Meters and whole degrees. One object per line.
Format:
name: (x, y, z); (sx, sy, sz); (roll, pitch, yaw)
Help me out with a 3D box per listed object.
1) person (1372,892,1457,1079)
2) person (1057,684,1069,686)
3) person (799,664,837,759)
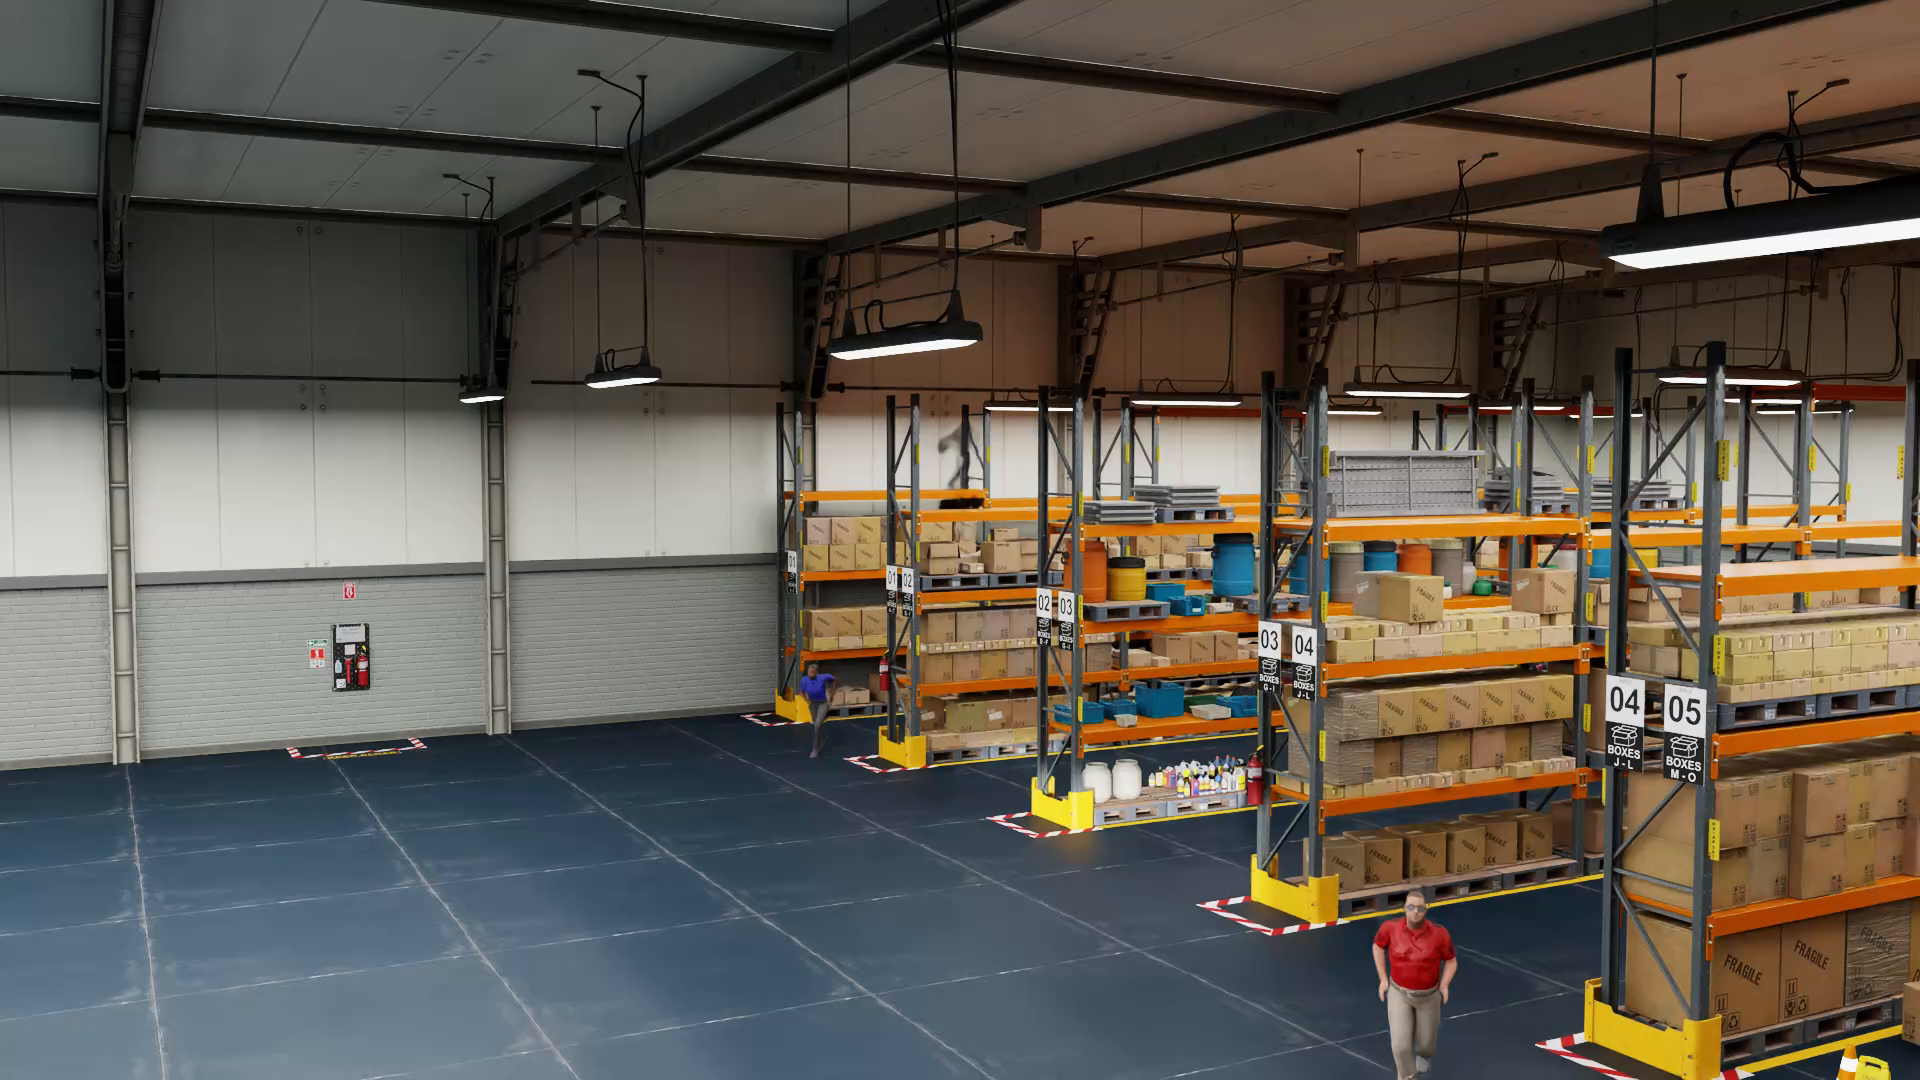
person: (3.578, 3.584, 13.108); (0.646, 1.702, 0.849); (1, 3, 16)
person: (2.002, 2.560, 30.603); (0.893, 1.760, 0.652); (-2, 4, -32)
person: (-2.355, 2.832, 27.889); (0.618, 1.615, 0.963); (0, 3, 8)
